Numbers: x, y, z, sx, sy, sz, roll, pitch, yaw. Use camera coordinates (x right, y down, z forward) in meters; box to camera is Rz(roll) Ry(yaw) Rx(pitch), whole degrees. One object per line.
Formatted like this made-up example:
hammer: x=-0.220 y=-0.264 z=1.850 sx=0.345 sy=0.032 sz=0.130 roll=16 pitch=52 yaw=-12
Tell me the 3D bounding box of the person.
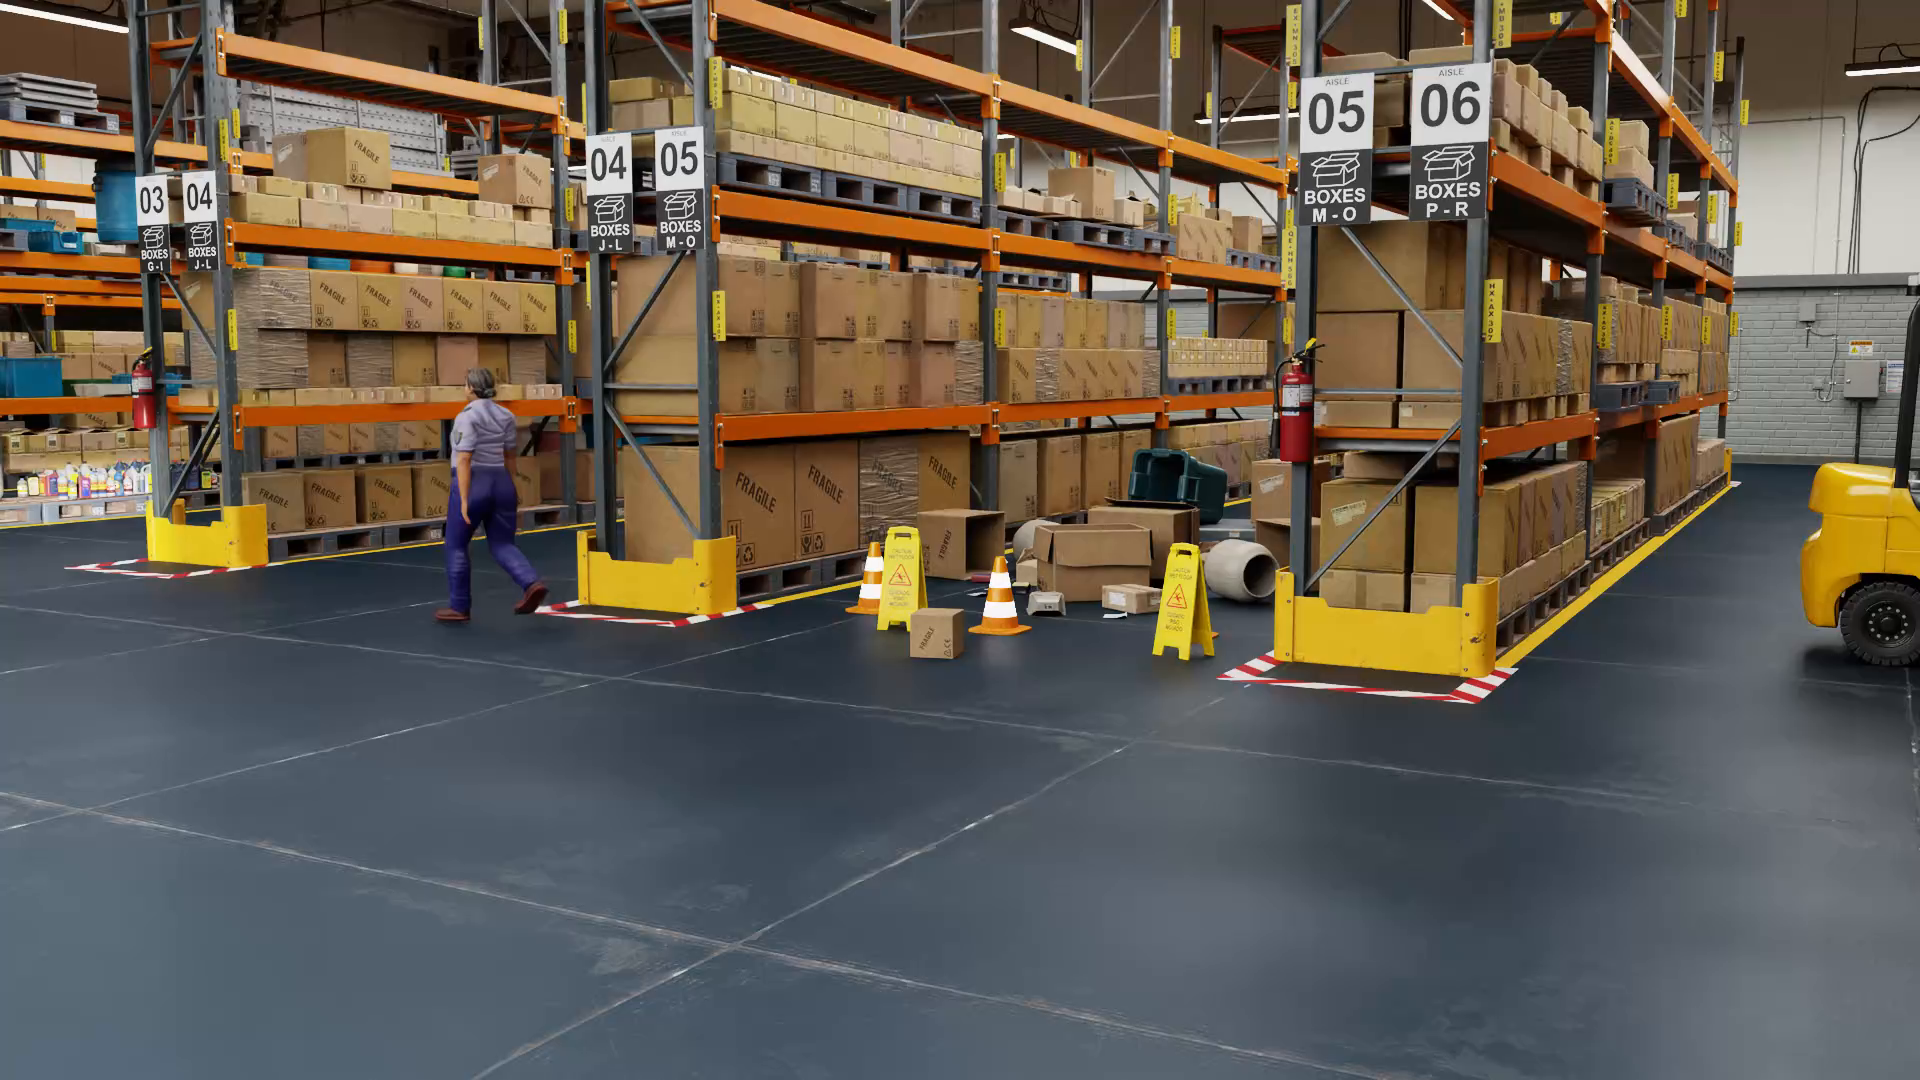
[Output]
person: x=-2.989 y=-0.285 z=10.567 sx=0.833 sy=1.616 sz=0.481 roll=5 pitch=8 yaw=38
